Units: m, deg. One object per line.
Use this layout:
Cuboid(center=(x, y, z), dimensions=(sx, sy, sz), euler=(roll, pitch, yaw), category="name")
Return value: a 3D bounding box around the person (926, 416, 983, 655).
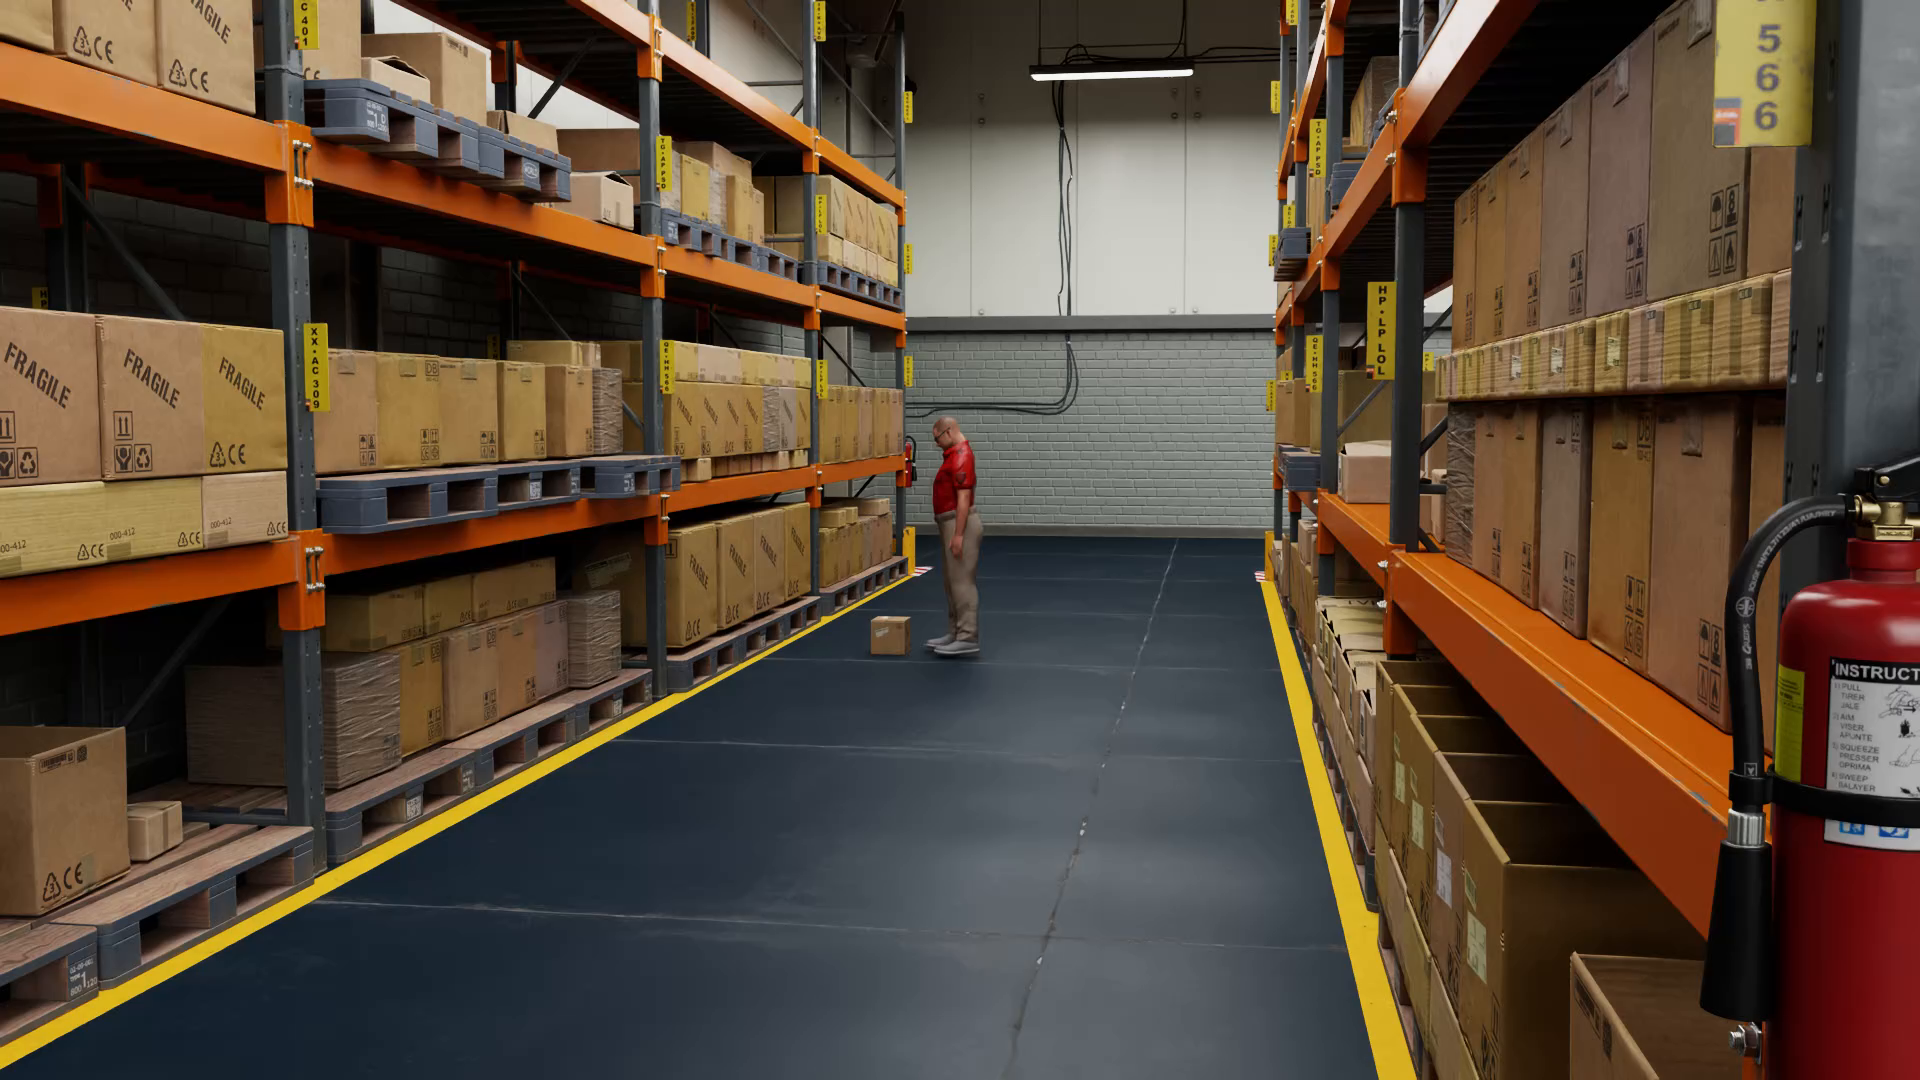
Cuboid(center=(-0.041, -0.039, 12.092), dimensions=(0.424, 1.706, 0.580), euler=(0, 4, 2), category="person")
